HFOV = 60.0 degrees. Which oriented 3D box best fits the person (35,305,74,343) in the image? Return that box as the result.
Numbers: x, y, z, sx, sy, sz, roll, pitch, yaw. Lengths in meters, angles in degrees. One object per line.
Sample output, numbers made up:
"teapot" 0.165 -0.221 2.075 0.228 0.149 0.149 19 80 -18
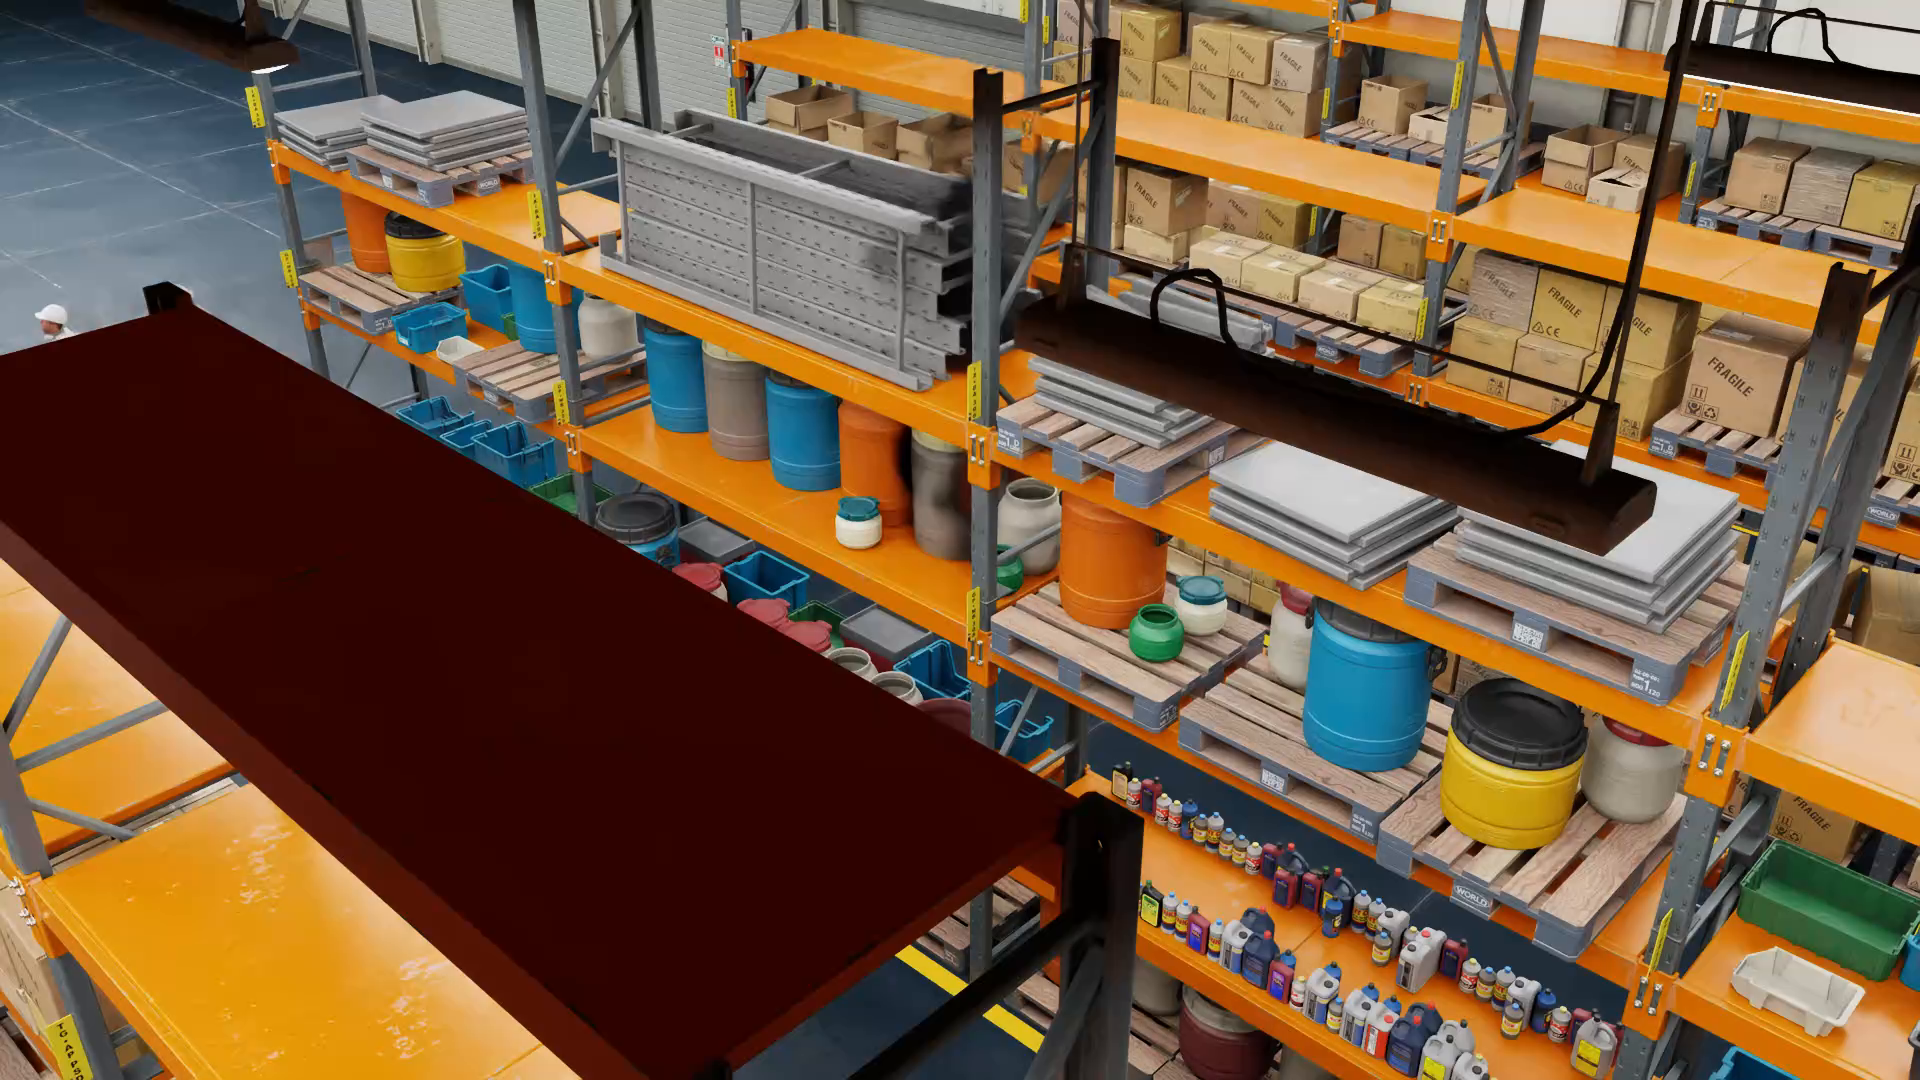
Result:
"person" -9.299 -1.647 17.418 0.599 1.731 0.671 -15 33 -25
